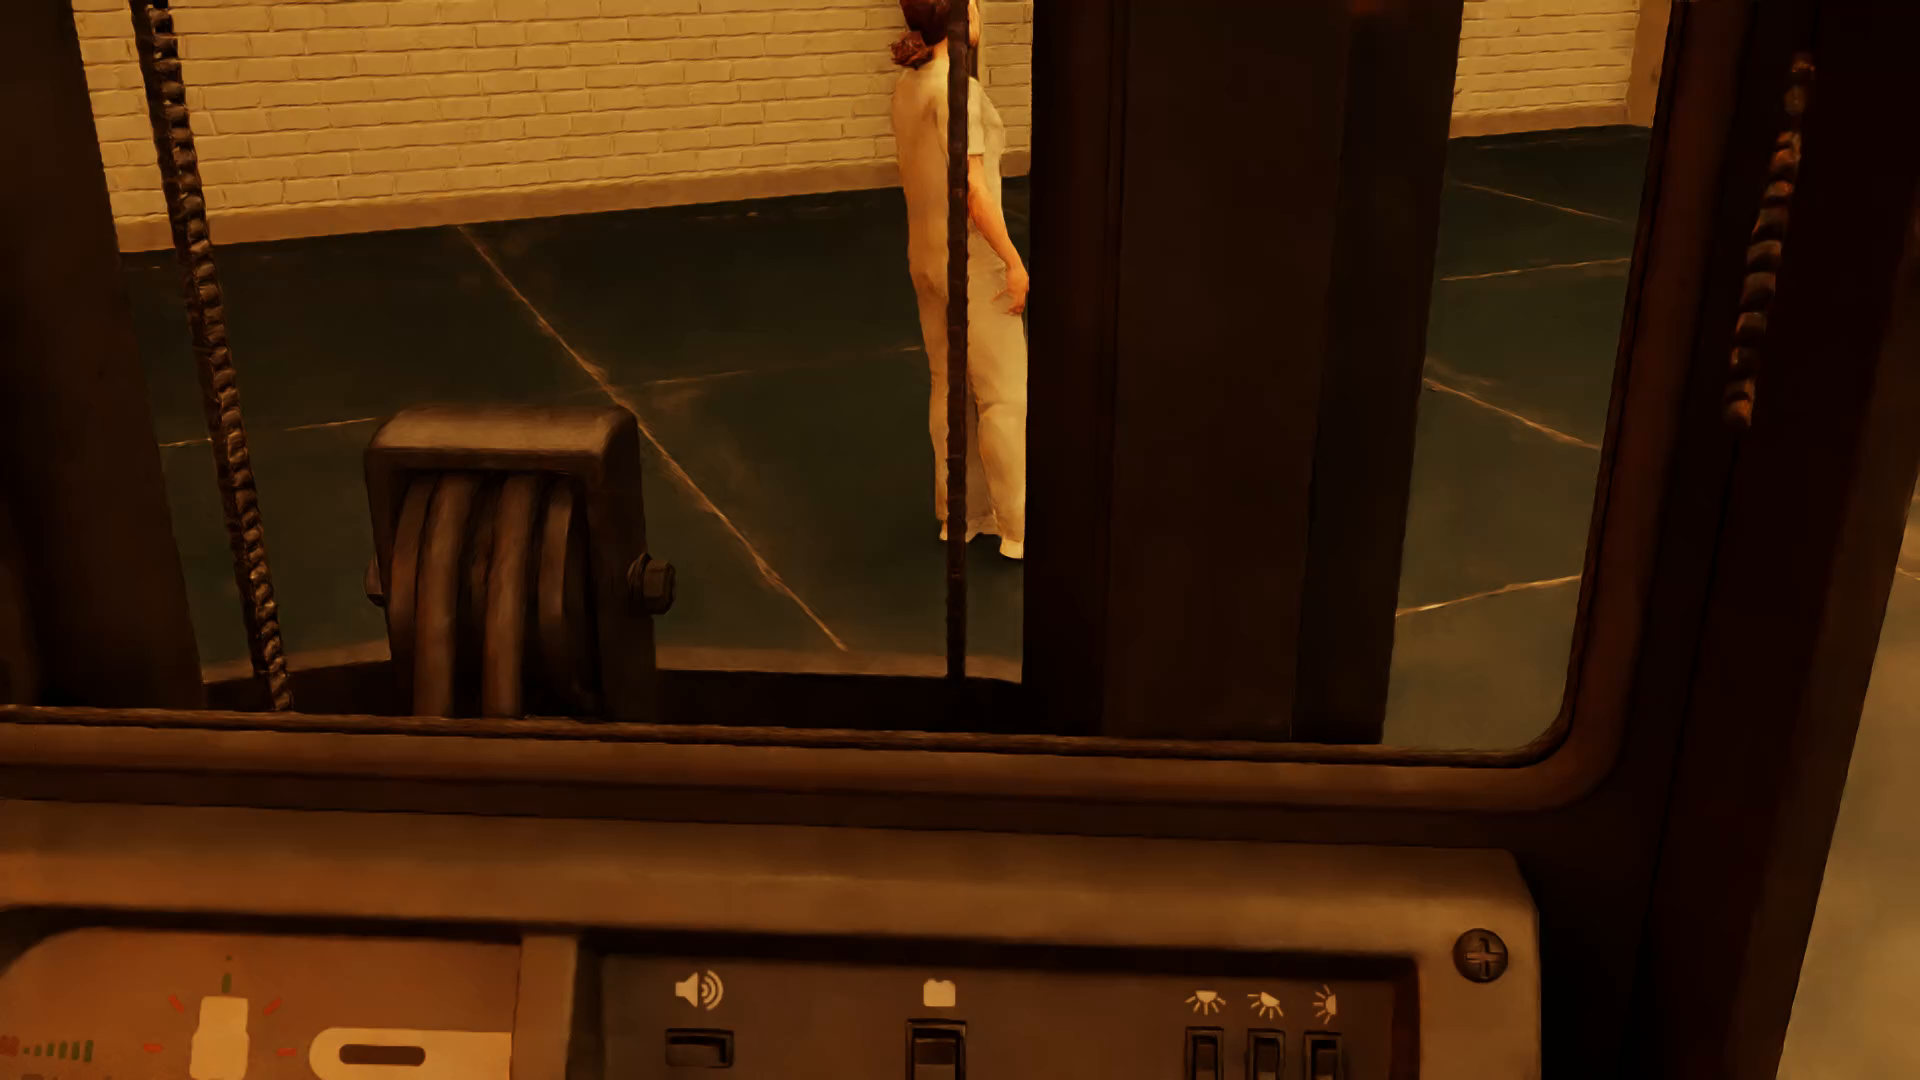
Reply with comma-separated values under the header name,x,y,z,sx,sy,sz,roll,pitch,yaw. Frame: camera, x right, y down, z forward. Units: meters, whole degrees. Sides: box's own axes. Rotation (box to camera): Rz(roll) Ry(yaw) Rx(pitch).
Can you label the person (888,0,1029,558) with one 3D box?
name,x,y,z,sx,sy,sz,roll,pitch,yaw
person,0.073,-0.788,4.800,0.548,1.674,0.550,-10,25,-23
